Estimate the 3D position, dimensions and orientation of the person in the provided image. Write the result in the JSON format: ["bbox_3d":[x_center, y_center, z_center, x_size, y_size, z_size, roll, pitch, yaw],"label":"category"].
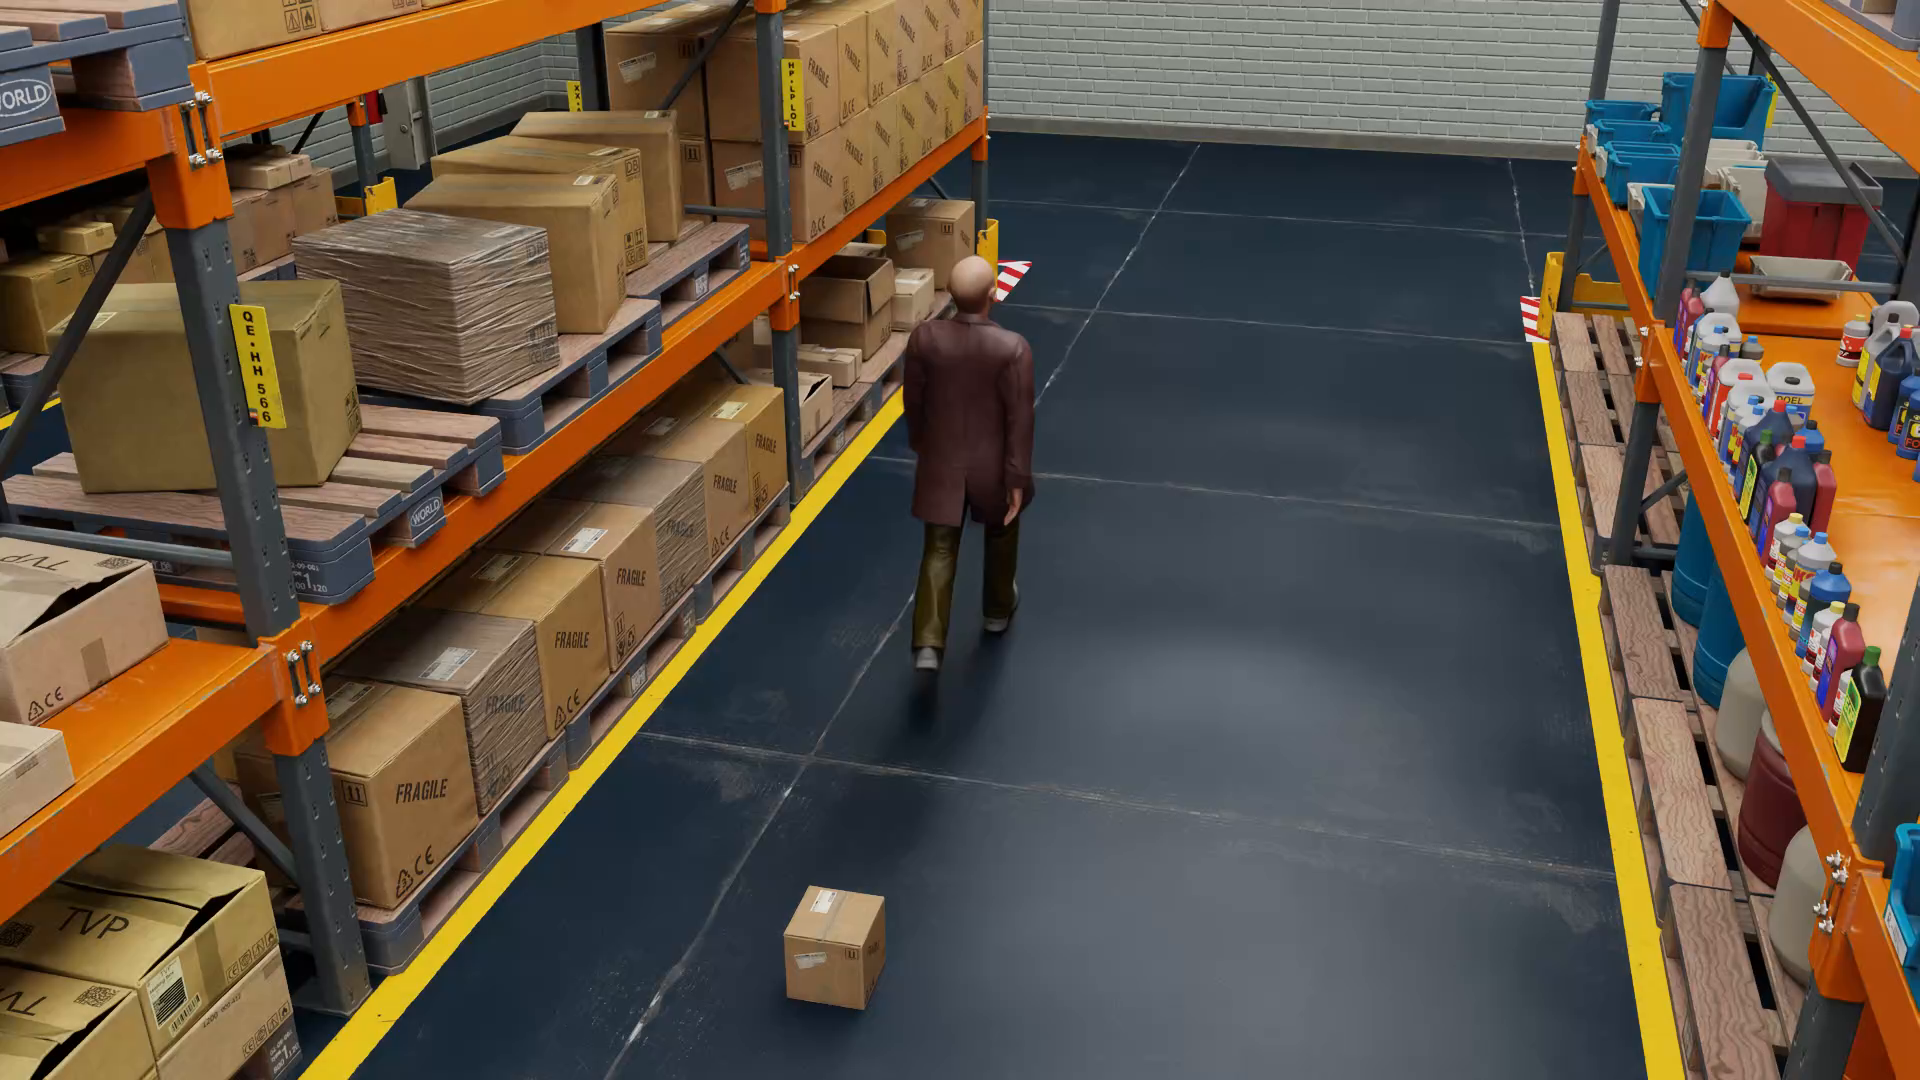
[{"bbox_3d":[0.036,-0.310,6.779,0.565,1.733,1.095,5,25,10],"label":"person"}]
